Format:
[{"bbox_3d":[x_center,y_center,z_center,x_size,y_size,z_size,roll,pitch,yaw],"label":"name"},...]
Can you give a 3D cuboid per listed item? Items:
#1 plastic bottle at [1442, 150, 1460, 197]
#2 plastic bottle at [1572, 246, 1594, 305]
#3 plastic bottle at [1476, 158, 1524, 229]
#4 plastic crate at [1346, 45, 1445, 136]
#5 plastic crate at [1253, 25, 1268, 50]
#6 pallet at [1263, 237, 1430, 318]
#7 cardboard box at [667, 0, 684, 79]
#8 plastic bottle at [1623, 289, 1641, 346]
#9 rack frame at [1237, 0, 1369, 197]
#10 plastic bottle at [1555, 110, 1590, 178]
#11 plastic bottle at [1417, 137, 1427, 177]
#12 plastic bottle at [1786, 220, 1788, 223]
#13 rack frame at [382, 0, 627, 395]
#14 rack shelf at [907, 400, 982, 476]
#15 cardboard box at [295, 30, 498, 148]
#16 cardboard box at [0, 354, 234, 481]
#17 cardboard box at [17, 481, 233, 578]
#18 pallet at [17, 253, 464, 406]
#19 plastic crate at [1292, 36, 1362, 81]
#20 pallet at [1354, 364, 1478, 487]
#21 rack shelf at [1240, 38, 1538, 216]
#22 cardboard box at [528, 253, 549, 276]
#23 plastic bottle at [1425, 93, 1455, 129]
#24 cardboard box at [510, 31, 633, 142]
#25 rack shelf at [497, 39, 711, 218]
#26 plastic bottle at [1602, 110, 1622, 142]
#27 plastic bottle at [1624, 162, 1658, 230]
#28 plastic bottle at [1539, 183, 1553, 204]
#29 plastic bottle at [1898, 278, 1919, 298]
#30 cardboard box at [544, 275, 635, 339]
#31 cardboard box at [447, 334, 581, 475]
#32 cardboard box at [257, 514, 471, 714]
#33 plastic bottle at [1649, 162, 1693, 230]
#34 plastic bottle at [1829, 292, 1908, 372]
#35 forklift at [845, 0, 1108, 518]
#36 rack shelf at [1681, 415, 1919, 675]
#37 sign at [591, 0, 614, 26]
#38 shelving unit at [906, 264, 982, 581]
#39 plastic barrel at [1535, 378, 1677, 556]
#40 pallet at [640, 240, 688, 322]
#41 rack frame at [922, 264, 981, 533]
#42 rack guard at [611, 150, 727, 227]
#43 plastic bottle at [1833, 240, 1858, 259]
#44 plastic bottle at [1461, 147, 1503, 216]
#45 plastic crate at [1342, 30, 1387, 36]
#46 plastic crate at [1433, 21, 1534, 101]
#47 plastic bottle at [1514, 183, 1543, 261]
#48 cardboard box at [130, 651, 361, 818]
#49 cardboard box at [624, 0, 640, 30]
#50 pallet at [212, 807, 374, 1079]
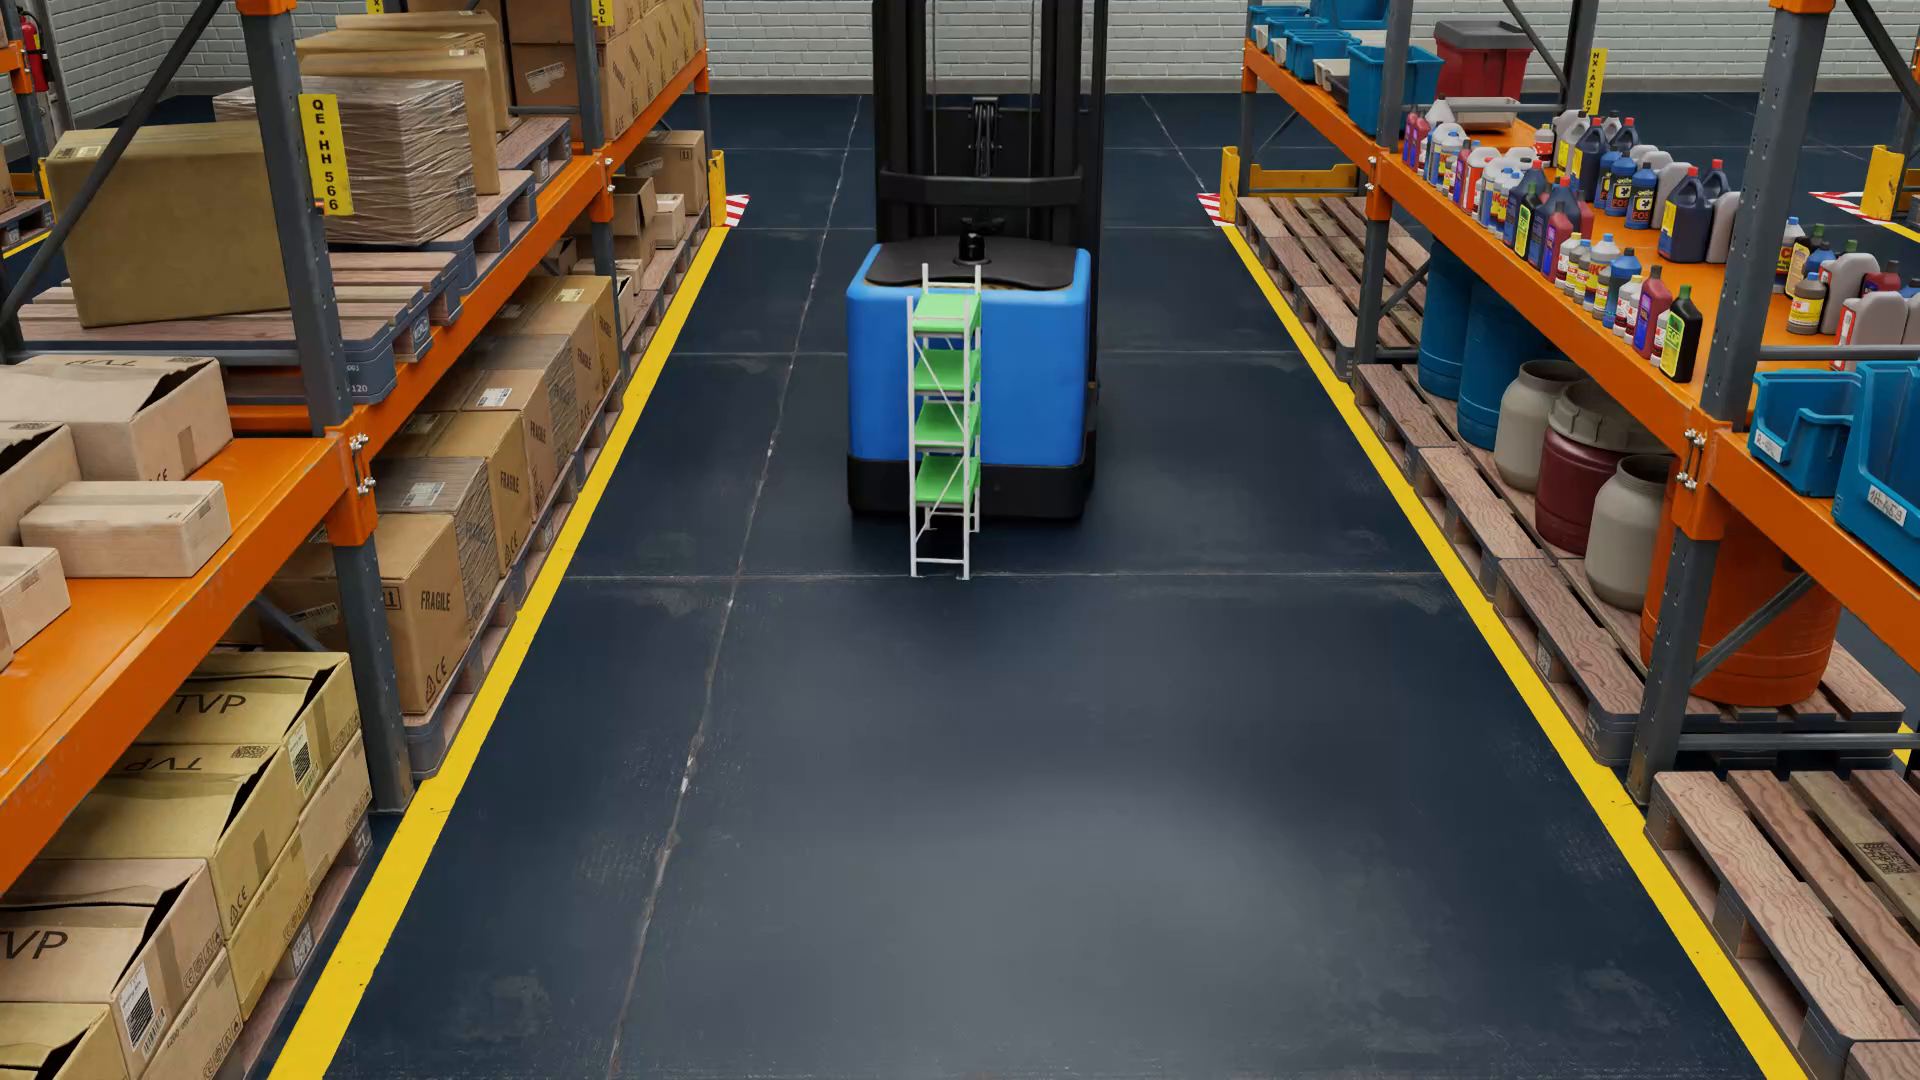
[{"bbox_3d":[2.239,-1.658,7.517,0.097,0.201,0.097,0,24,0],"label":"plastic bottle"},{"bbox_3d":[2.258,-0.949,5.950,0.097,0.201,0.097,0,24,0],"label":"plastic bottle"},{"bbox_3d":[2.273,-1.454,6.975,0.152,0.276,0.135,0,24,-1],"label":"plastic bottle"},{"bbox_3d":[2.290,-2.391,8.843,0.392,0.384,0.575,0,24,-1],"label":"plastic crate"},{"bbox_3d":[2.187,-3.499,11.595,0.250,0.136,0.298,0,24,-1],"label":"plastic crate"},{"bbox_3d":[2.573,-1.716,10.788,1.003,0.211,1.213,0,24,-1],"label":"pallet"},{"bbox_3d":[-2.074,-3.250,10.675,0.500,0.500,0.500,0,24,0],"label":"cardboard box"},{"bbox_3d":[2.263,-0.749,5.506,0.097,0.201,0.097,0,24,0],"label":"plastic bottle"},{"bbox_3d":[2.592,-3.828,12.074,1.000,3.000,0.127,0,24,-1],"label":"rack frame"},{"bbox_3d":[2.829,-1.779,7.604,0.144,0.351,0.185,0,24,-1],"label":"plastic bottle"},{"bbox_3d":[2.234,-1.834,7.906,0.097,0.201,0.097,0,24,0],"label":"plastic bottle"},{"bbox_3d":[3.014,-1.081,6.157,0.097,0.271,0.097,0,24,0],"label":"plastic bottle"},{"bbox_3d":[-2.317,-2.159,8.384,1.000,3.000,0.127,0,24,-1],"label":"rack frame"},{"bbox_3d":[-0.059,-0.428,6.895,0.258,0.148,0.480,2,24,5],"label":"rack shelf"},{"bbox_3d":[-2.465,-1.917,7.217,0.700,0.500,0.500,4,25,8],"label":"cardboard box"},{"bbox_3d":[-2.313,-0.320,4.426,0.500,0.311,0.500,1,24,3],"label":"cardboard box"},{"bbox_3d":[-1.987,-0.027,3.975,0.380,0.149,0.250,0,24,-1],"label":"cardboard box"},{"bbox_3d":[-2.351,-0.702,5.396,1.213,0.211,1.003,0,24,-1],"label":"pallet"},{"bbox_3d":[2.284,-3.010,10.395,0.416,0.233,0.300,0,24,-1],"label":"plastic crate"},{"bbox_3d":[2.603,-0.591,8.301,1.003,0.211,1.213,0,24,-1],"label":"pallet"},{"bbox_3d":[2.614,-2.676,10.400,1.077,0.370,4.000,0,24,-1],"label":"rack shelf"},{"bbox_3d":[-2.607,-1.454,9.325,0.500,0.500,0.500,0,24,-1],"label":"cardboard box"},{"bbox_3d":[2.316,-1.994,8.079,0.144,0.351,0.185,0,24,-1],"label":"plastic bottle"},{"bbox_3d":[-2.050,-2.416,8.830,0.500,0.500,0.500,0,24,1],"label":"cardboard box"},{"bbox_3d":[-2.339,-2.655,10.354,1.077,0.370,4.000,0,24,-1],"label":"rack shelf"},{"bbox_3d":[2.973,-1.780,7.606,0.144,0.351,0.185,0,24,-1],"label":"plastic bottle"},{"bbox_3d":[2.853,-1.443,6.956,0.097,0.271,0.097,0,24,0],"label":"plastic bottle"},{"bbox_3d":[2.294,-1.246,6.506,0.061,0.283,0.133,0,24,-1],"label":"plastic bottle"},{"bbox_3d":[3.024,-0.701,5.315,0.097,0.271,0.097,0,24,0],"label":"plastic bottle"},{"bbox_3d":[-2.105,-1.308,9.232,0.500,0.311,0.500,0,24,-1],"label":"cardboard box"},{"bbox_3d":[-2.023,-0.608,7.454,0.500,0.500,0.500,0,24,0],"label":"cardboard box"},{"bbox_3d":[-1.993,0.239,5.581,0.500,0.500,0.500,1,24,2],"label":"cardboard box"},{"bbox_3d":[2.977,-1.453,6.973,0.152,0.276,0.135,0,24,-1],"label":"plastic bottle"},{"bbox_3d":[2.846,-0.654,5.207,0.152,0.276,0.135,0,24,-1],"label":"plastic bottle"},{"bbox_3d":[0.162,-2.003,8.121,1.130,2.935,3.031,2,24,5],"label":"forklift"},{"bbox_3d":[2.702,0.620,3.111,1.077,0.370,4.000,0,24,-1],"label":"rack shelf"},{"bbox_3d":[-1.762,-2.691,8.154,0.100,0.325,0.005,0,24,-1],"label":"sign"},{"bbox_3d":[-0.059,-0.486,6.869,0.258,1.200,0.503,2,24,5],"label":"shelving unit"},{"bbox_3d":[2.645,-0.291,6.670,0.600,0.588,0.708,0,24,-1],"label":"plastic barrel"},{"bbox_3d":[-2.340,-1.675,10.699,1.003,0.211,1.213,0,24,-1],"label":"pallet"},{"bbox_3d":[-0.035,-0.586,7.090,0.240,1.200,0.015,2,24,5],"label":"rack frame"},{"bbox_3d":[-2.360,-2.637,12.474,1.175,0.500,0.348,0,24,-1],"label":"rack guard"},{"bbox_3d":[3.037,-0.904,5.751,0.061,0.283,0.133,0,24,-1],"label":"plastic bottle"},{"bbox_3d":[2.270,-1.549,7.186,0.152,0.276,0.135,0,24,-1],"label":"plastic bottle"},{"bbox_3d":[2.782,-3.400,11.375,0.396,0.136,0.243,0,24,-1],"label":"plastic crate"},{"bbox_3d":[2.877,-2.605,9.220,0.402,0.464,0.583,0,24,-1],"label":"plastic crate"},{"bbox_3d":[2.233,-1.245,6.505,0.061,0.283,0.133,0,24,-1],"label":"plastic bottle"},{"bbox_3d":[-2.021,0.510,4.629,0.500,0.311,0.500,0,24,1],"label":"cardboard box"},{"bbox_3d":[-2.047,-3.068,9.059,0.500,0.500,0.500,-1,24,-2],"label":"cardboard box"},{"bbox_3d":[-2.303,1.099,4.564,1.003,0.211,1.213,0,24,-1],"label":"pallet"}]
